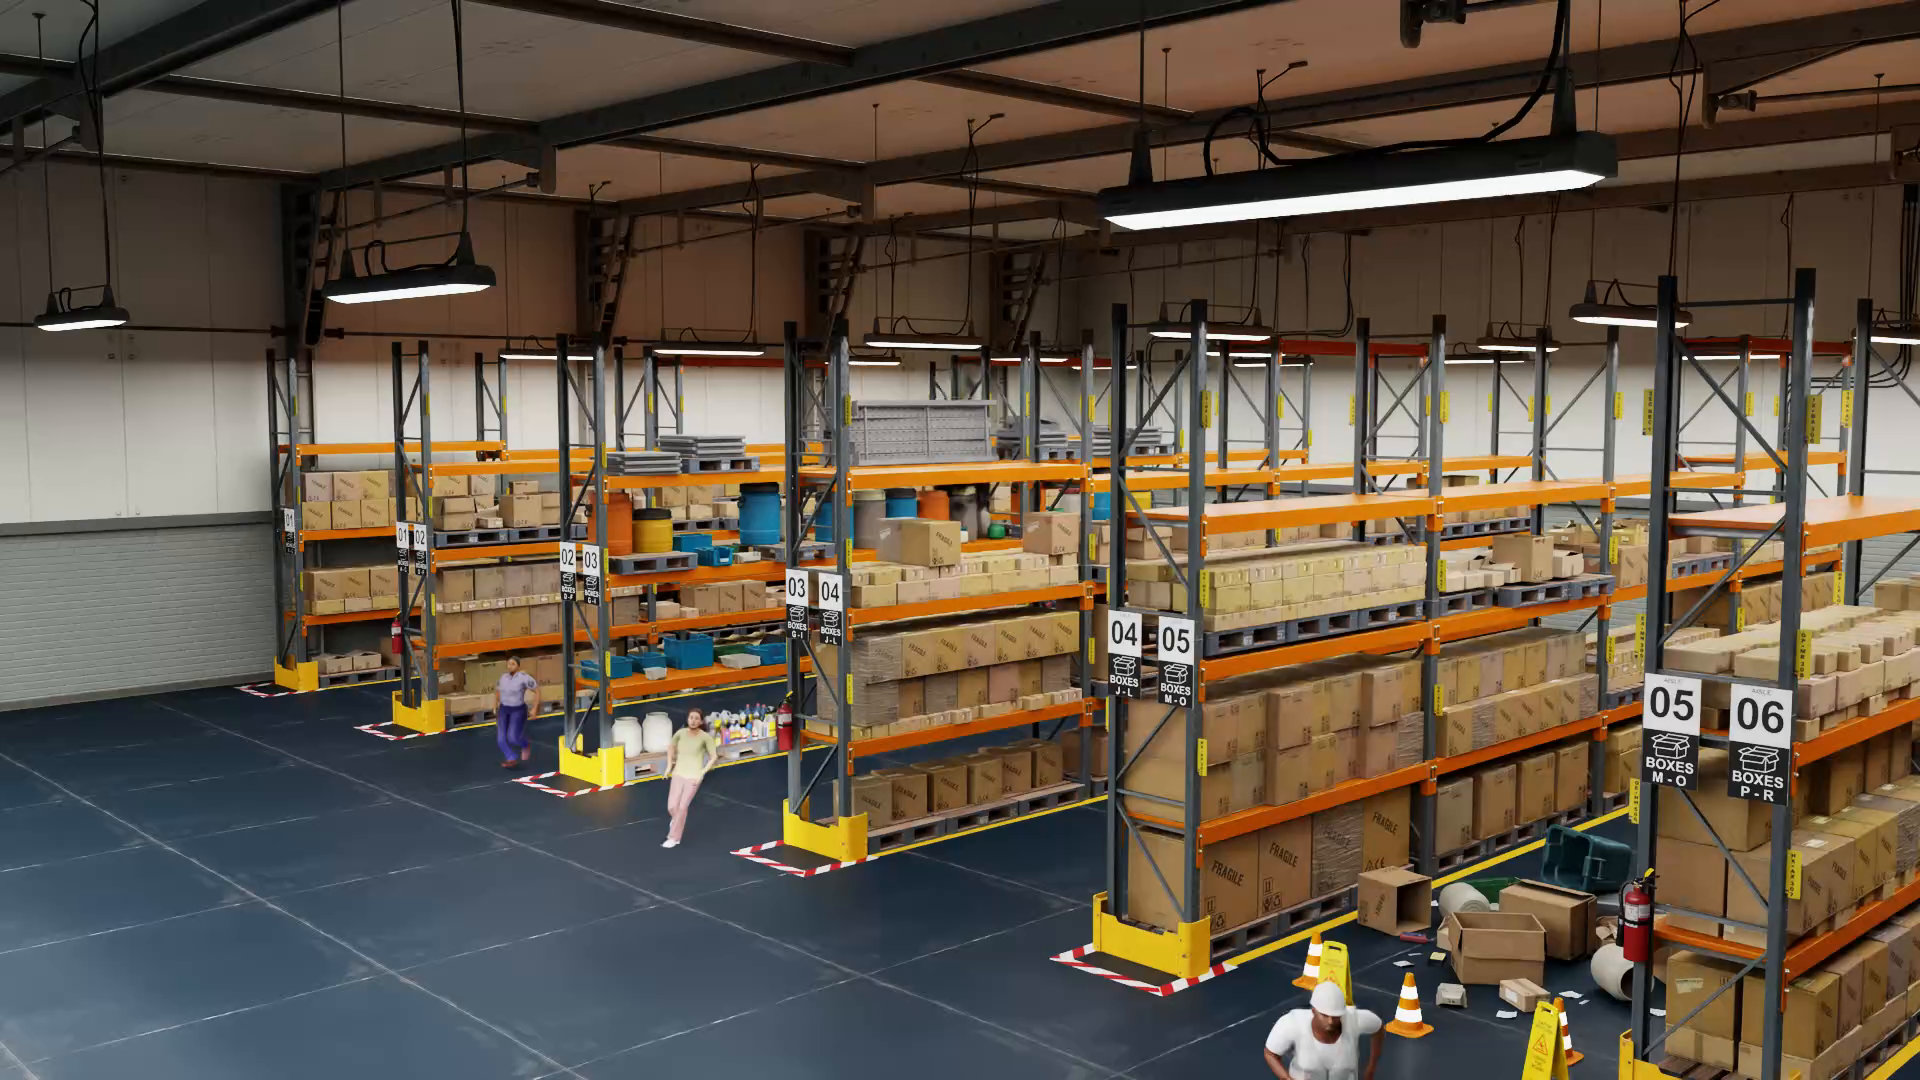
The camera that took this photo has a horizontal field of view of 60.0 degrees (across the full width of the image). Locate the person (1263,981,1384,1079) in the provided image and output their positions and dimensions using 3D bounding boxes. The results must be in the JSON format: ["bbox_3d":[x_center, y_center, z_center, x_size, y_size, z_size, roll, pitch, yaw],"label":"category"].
[{"bbox_3d":[2.236,3.457,10.313,0.743,1.710,1.057,0,5,3],"label":"person"}]

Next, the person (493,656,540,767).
[{"bbox_3d":[-6.165,2.379,22.983,0.656,1.562,0.528,2,5,18],"label":"person"}]

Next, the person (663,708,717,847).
[{"bbox_3d":[-3.100,2.717,19.067,0.613,1.594,0.531,1,5,8],"label":"person"}]
